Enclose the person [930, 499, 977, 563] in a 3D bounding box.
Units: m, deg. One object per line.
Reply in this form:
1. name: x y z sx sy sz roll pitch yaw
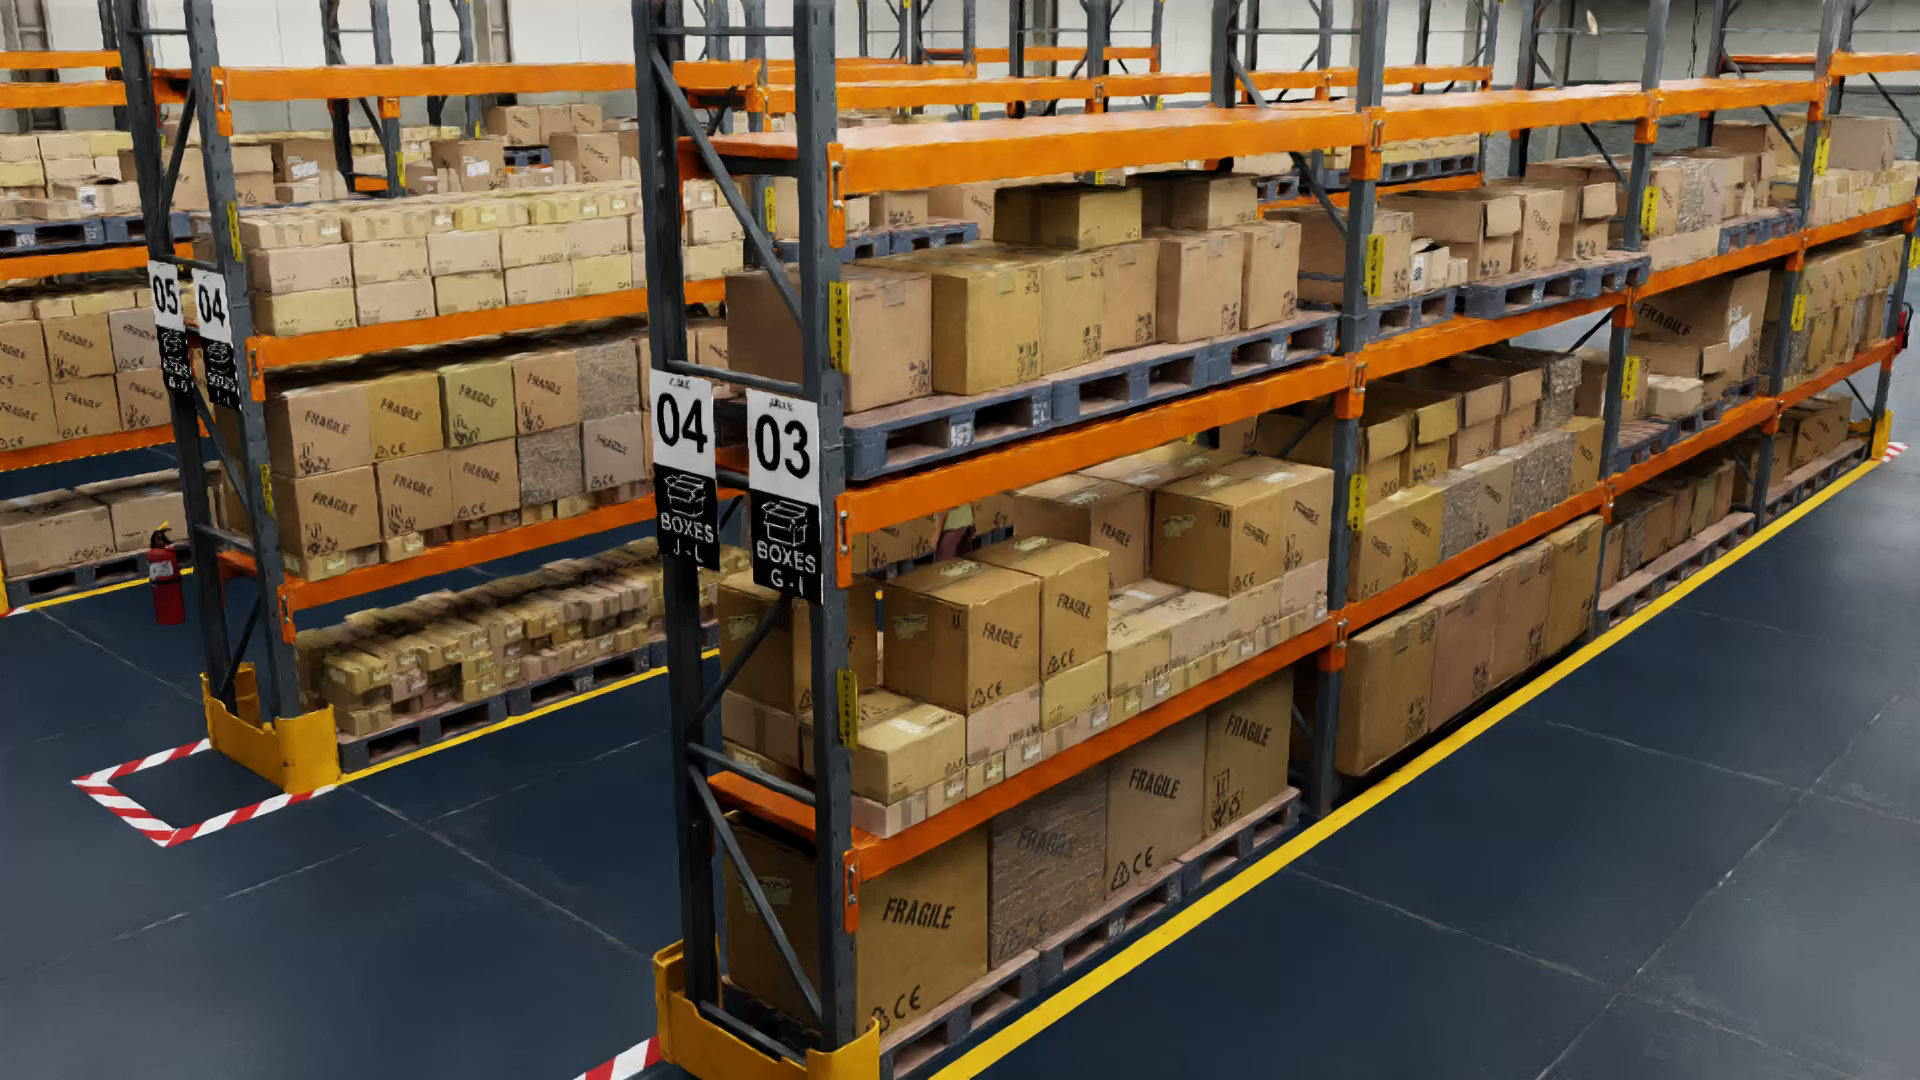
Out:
1. person: -0.086 -0.083 12.736 0.415 1.683 0.556 8 19 23
